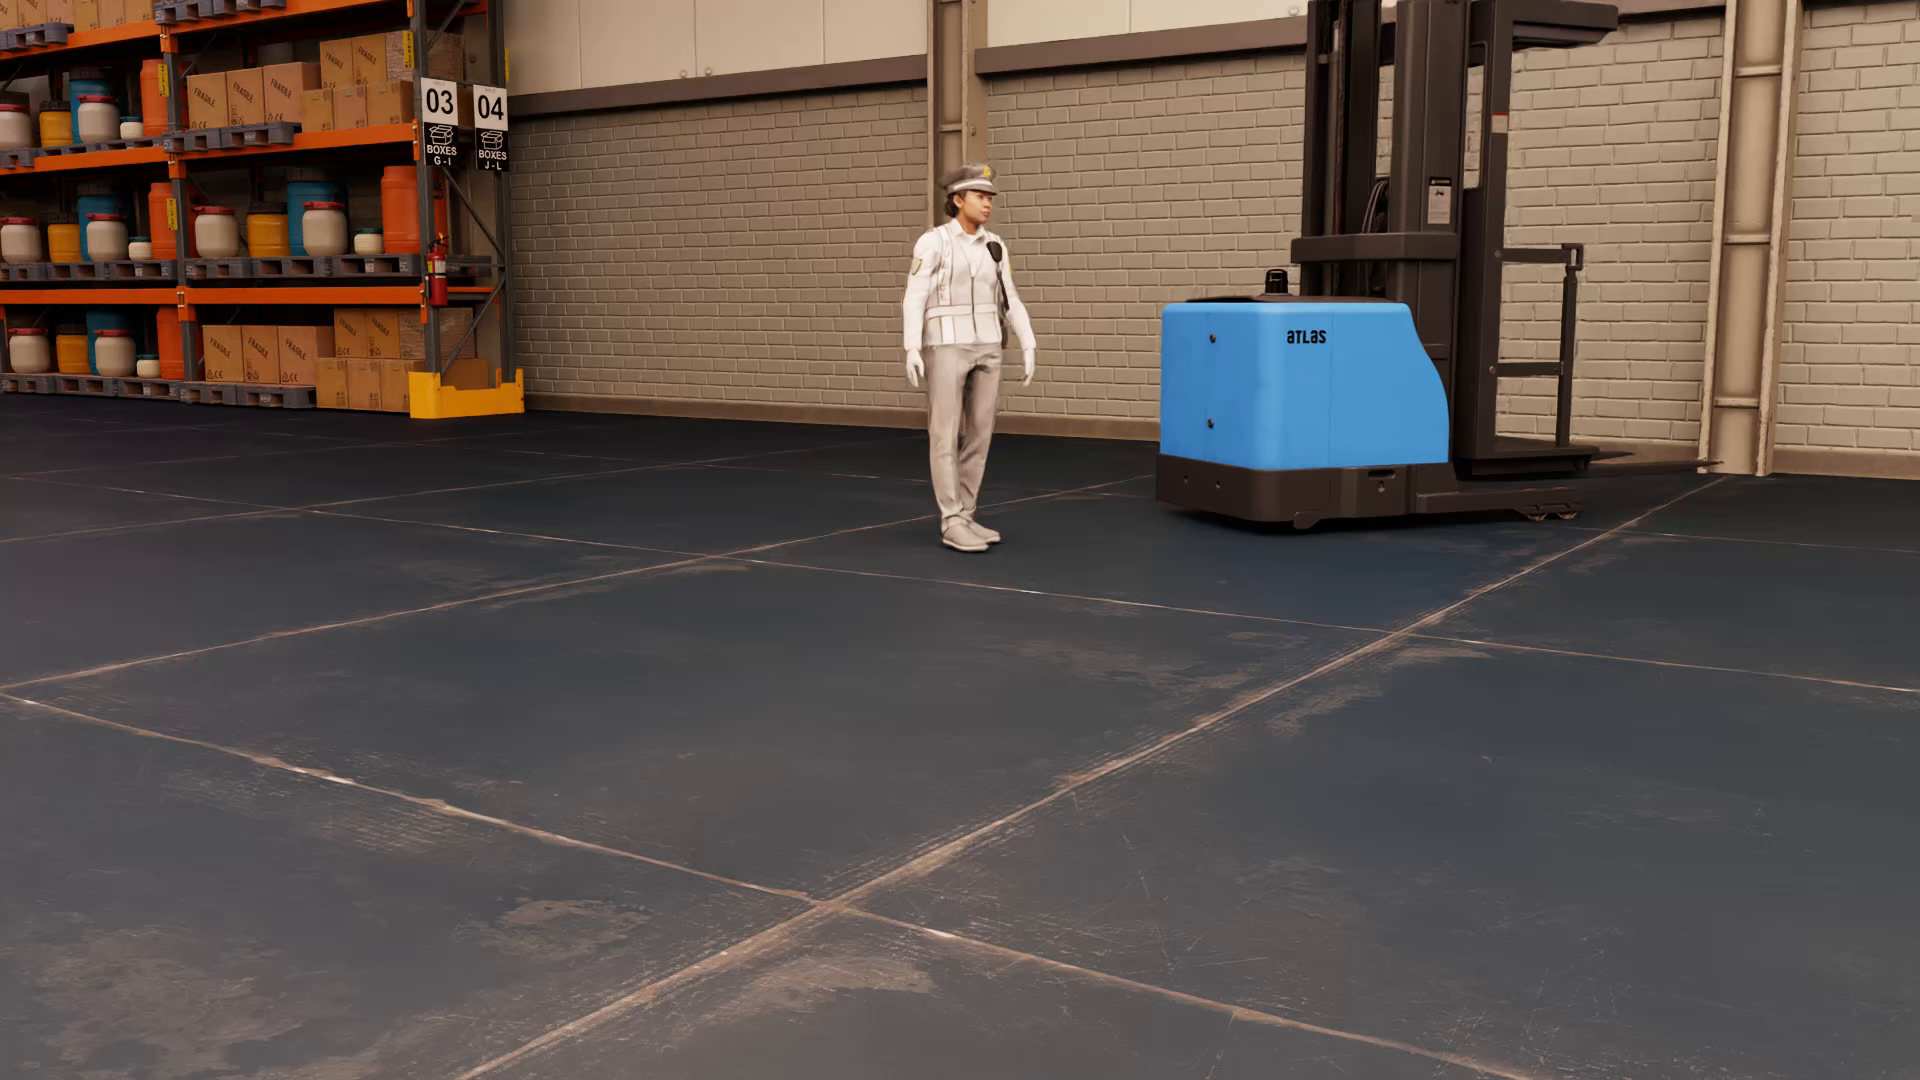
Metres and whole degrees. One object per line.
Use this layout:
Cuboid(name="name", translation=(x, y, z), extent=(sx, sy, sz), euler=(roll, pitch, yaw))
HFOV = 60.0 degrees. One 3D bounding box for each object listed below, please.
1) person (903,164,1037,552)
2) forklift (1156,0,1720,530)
Cuboid(name="person", translation=(0.084, -0.812, 7.351), extent=(0.614, 1.681, 0.556), euler=(-4, 9, -26))
Cuboid(name="forklift", translation=(2.574, -1.609, 8.505), extent=(3.031, 2.935, 1.130), euler=(-3, 9, -23))
